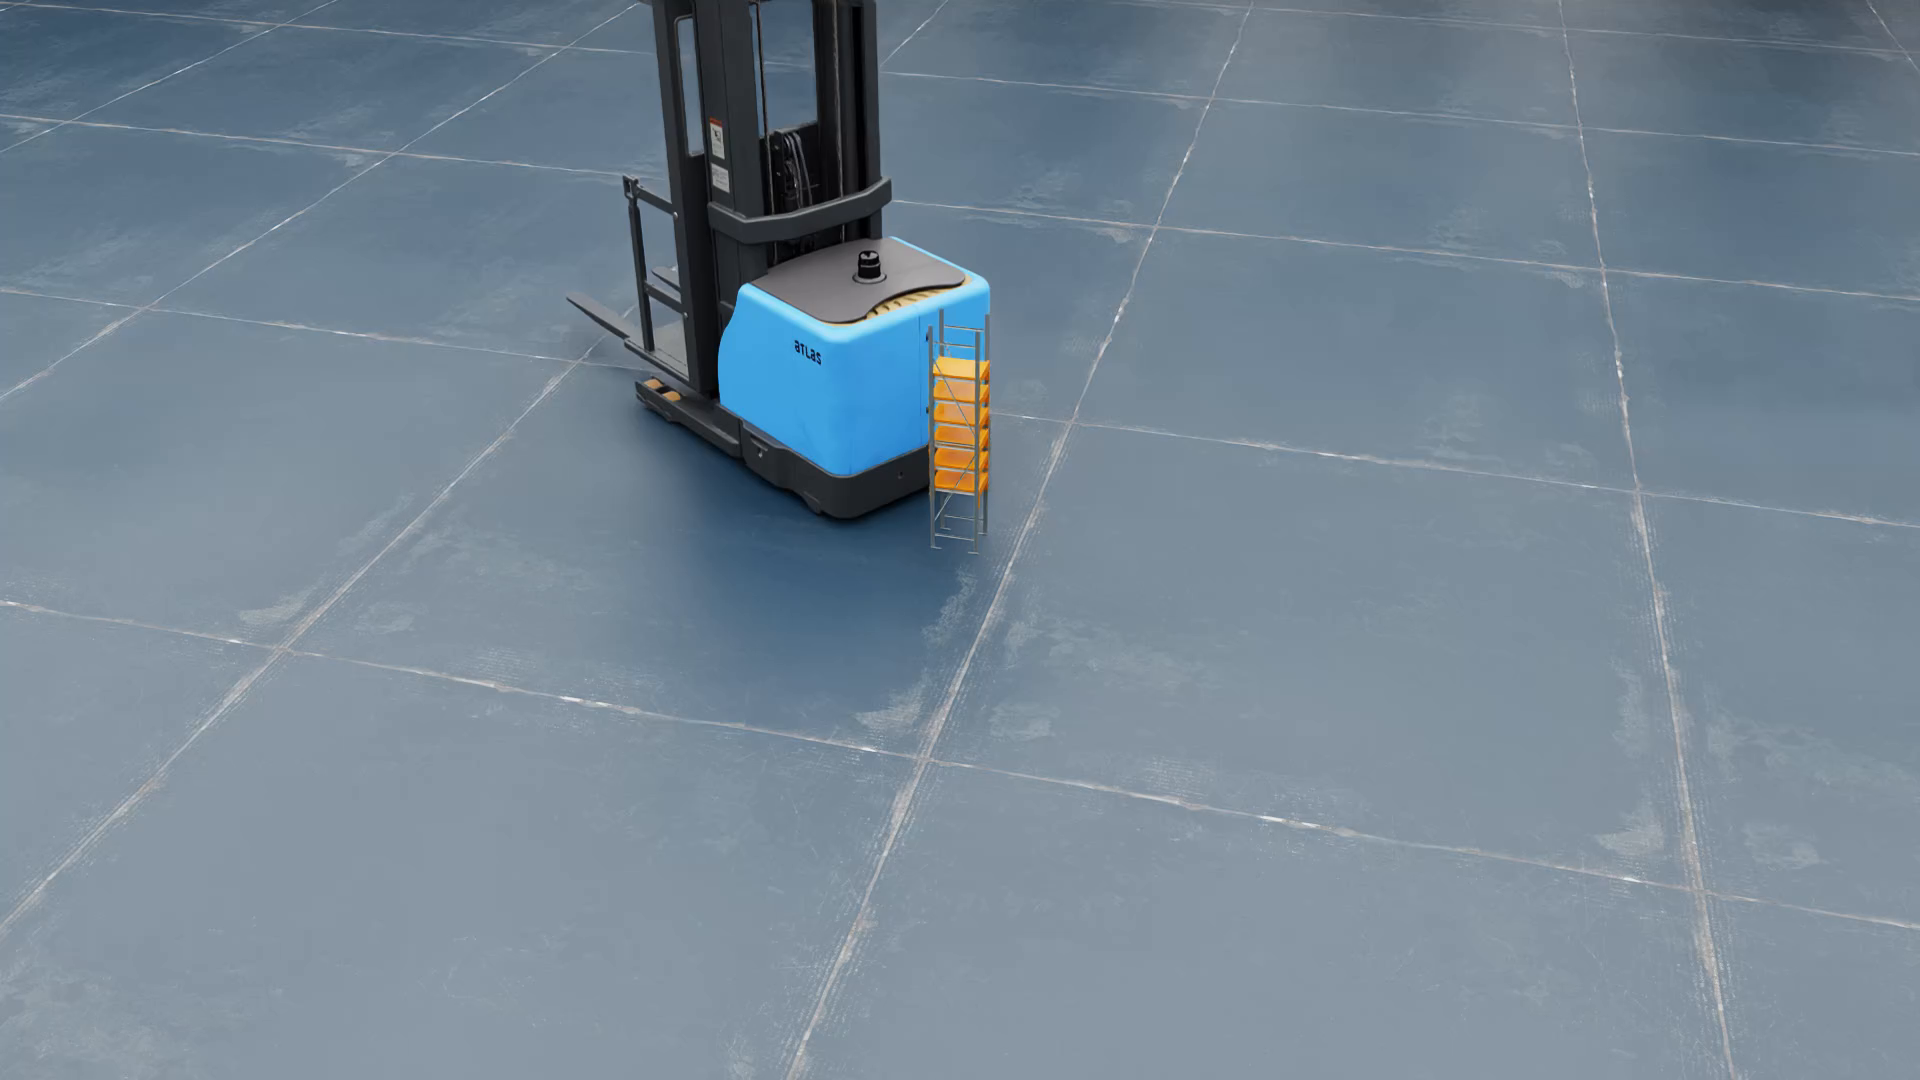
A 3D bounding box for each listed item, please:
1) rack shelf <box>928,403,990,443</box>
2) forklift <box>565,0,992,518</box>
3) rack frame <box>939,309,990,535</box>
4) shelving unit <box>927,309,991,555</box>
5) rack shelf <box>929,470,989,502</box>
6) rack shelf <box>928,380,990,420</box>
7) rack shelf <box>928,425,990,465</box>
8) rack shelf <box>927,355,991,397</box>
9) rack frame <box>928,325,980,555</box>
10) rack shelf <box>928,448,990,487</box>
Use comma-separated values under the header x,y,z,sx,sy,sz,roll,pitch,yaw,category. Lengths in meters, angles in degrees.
x,y,z,sx,sy,sz,roll,pitch,yaw,category
-0.004,-0.563,7.876,0.258,0.103,0.180,8,33,12,rack shelf
-1.179,-2.058,8.755,1.130,2.935,3.031,-25,40,-34,forklift
0.020,-0.546,7.991,0.240,1.200,0.006,8,33,12,rack frame
-0.004,-0.499,7.916,0.258,1.200,0.189,8,33,12,shelving unit
-0.004,-0.259,8.069,0.258,0.103,0.180,8,33,12,rack shelf
-0.004,-0.664,7.811,0.258,0.103,0.180,8,33,12,rack shelf
-0.004,-0.461,7.940,0.258,0.103,0.180,8,33,12,rack shelf
-0.004,-0.765,7.747,0.258,0.103,0.180,8,33,12,rack shelf
-0.027,-0.451,7.842,0.240,1.200,0.006,8,33,12,rack frame
-0.004,-0.360,8.005,0.258,0.103,0.180,8,33,12,rack shelf
